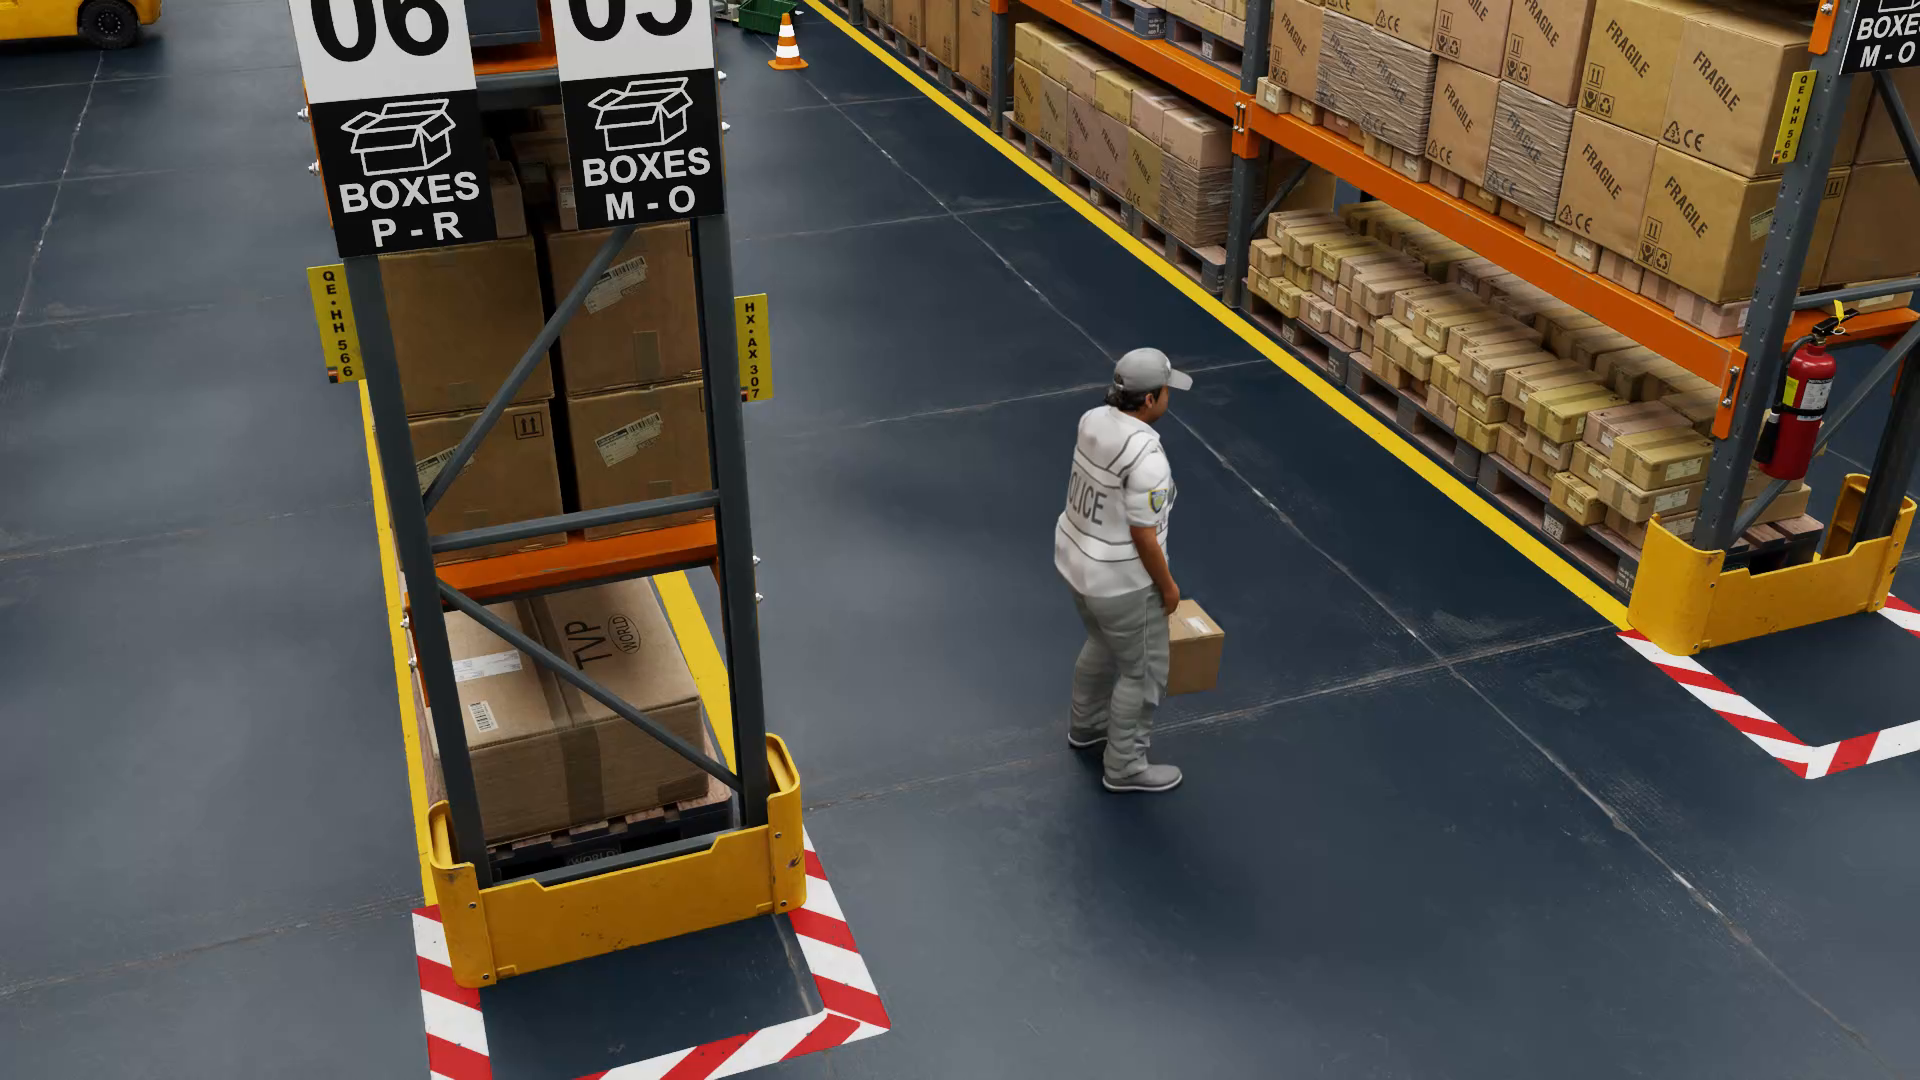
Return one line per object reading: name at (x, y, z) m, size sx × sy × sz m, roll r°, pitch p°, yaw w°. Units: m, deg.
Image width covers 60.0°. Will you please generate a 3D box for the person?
person at (0.590, 0.113, 5.924) m, size 0.443 × 1.669 × 0.507 m, roll -11°, pitch 32°, yaw -19°
